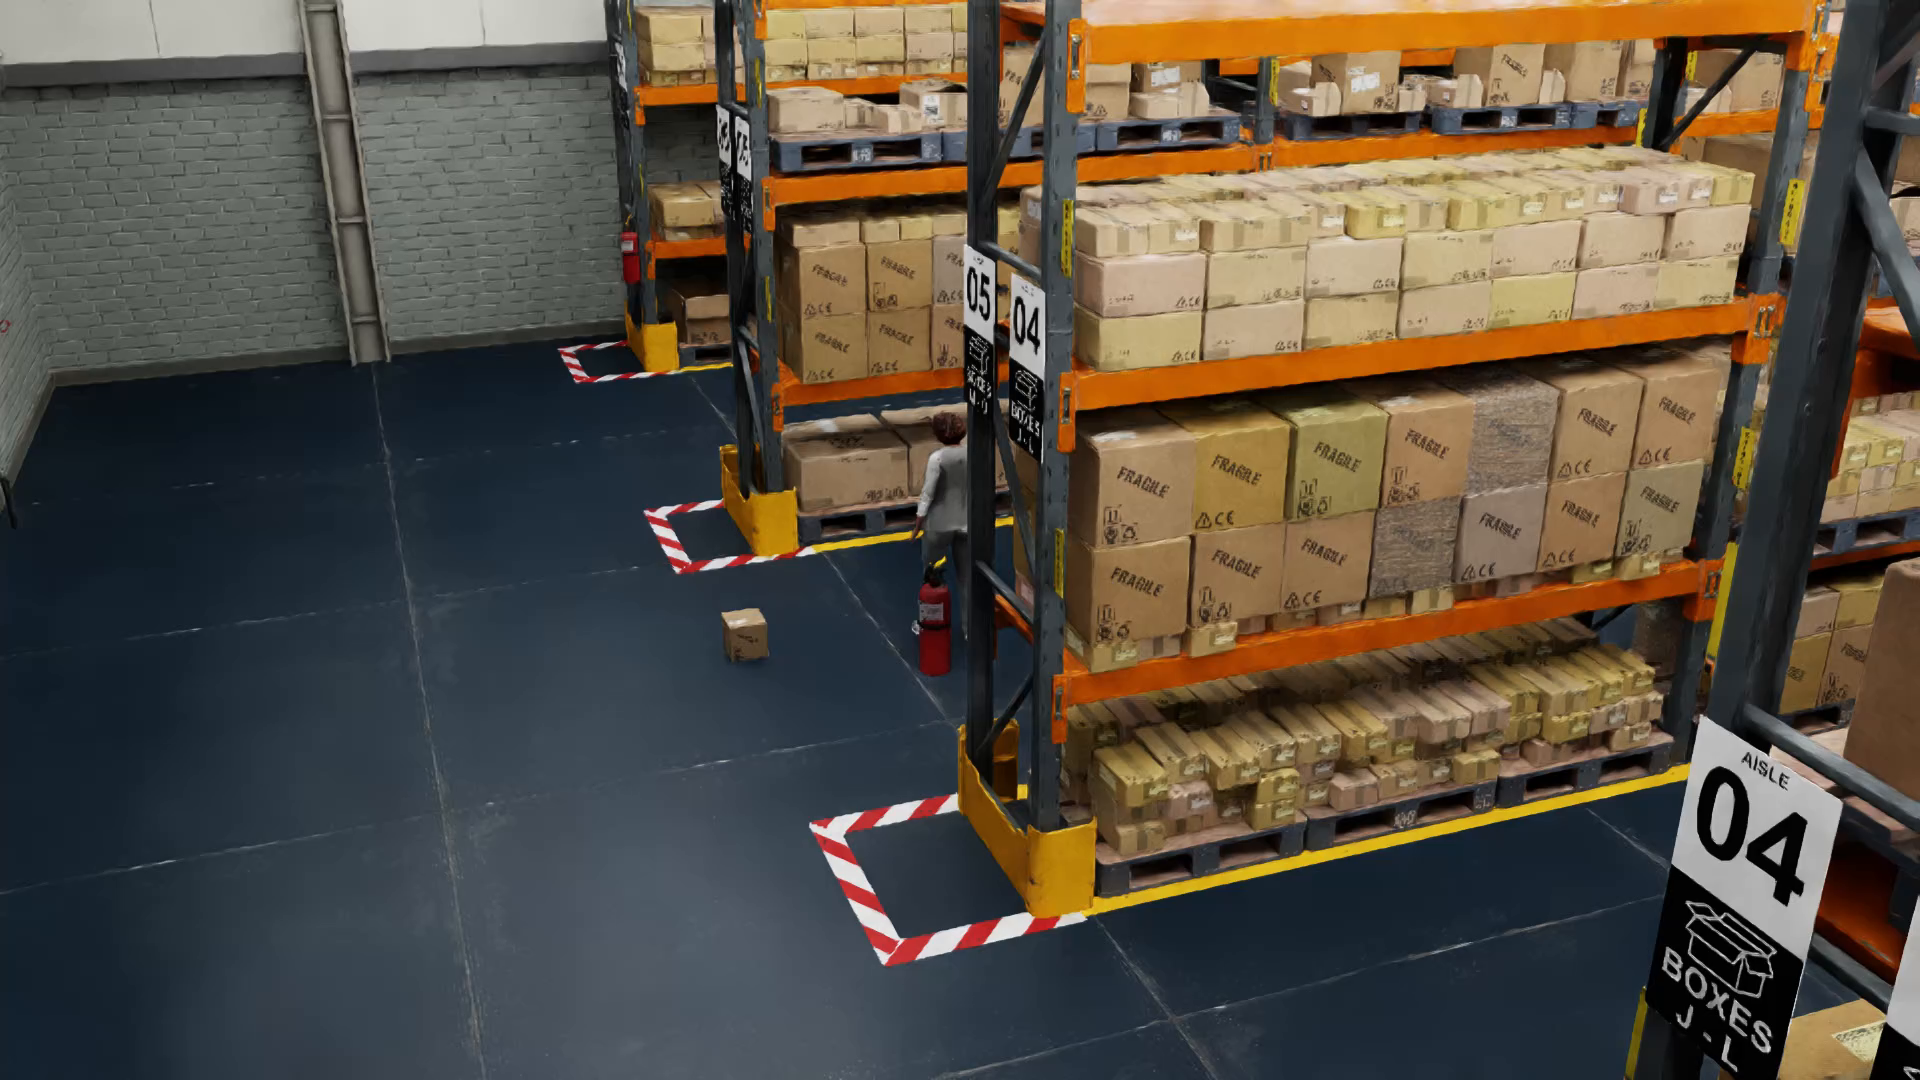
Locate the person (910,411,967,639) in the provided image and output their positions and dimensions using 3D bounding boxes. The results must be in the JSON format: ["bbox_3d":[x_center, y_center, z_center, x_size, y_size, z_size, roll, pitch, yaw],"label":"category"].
[{"bbox_3d":[-0.088,-0.087,10.952,0.506,1.602,0.406,-14,27,-29],"label":"person"}]
